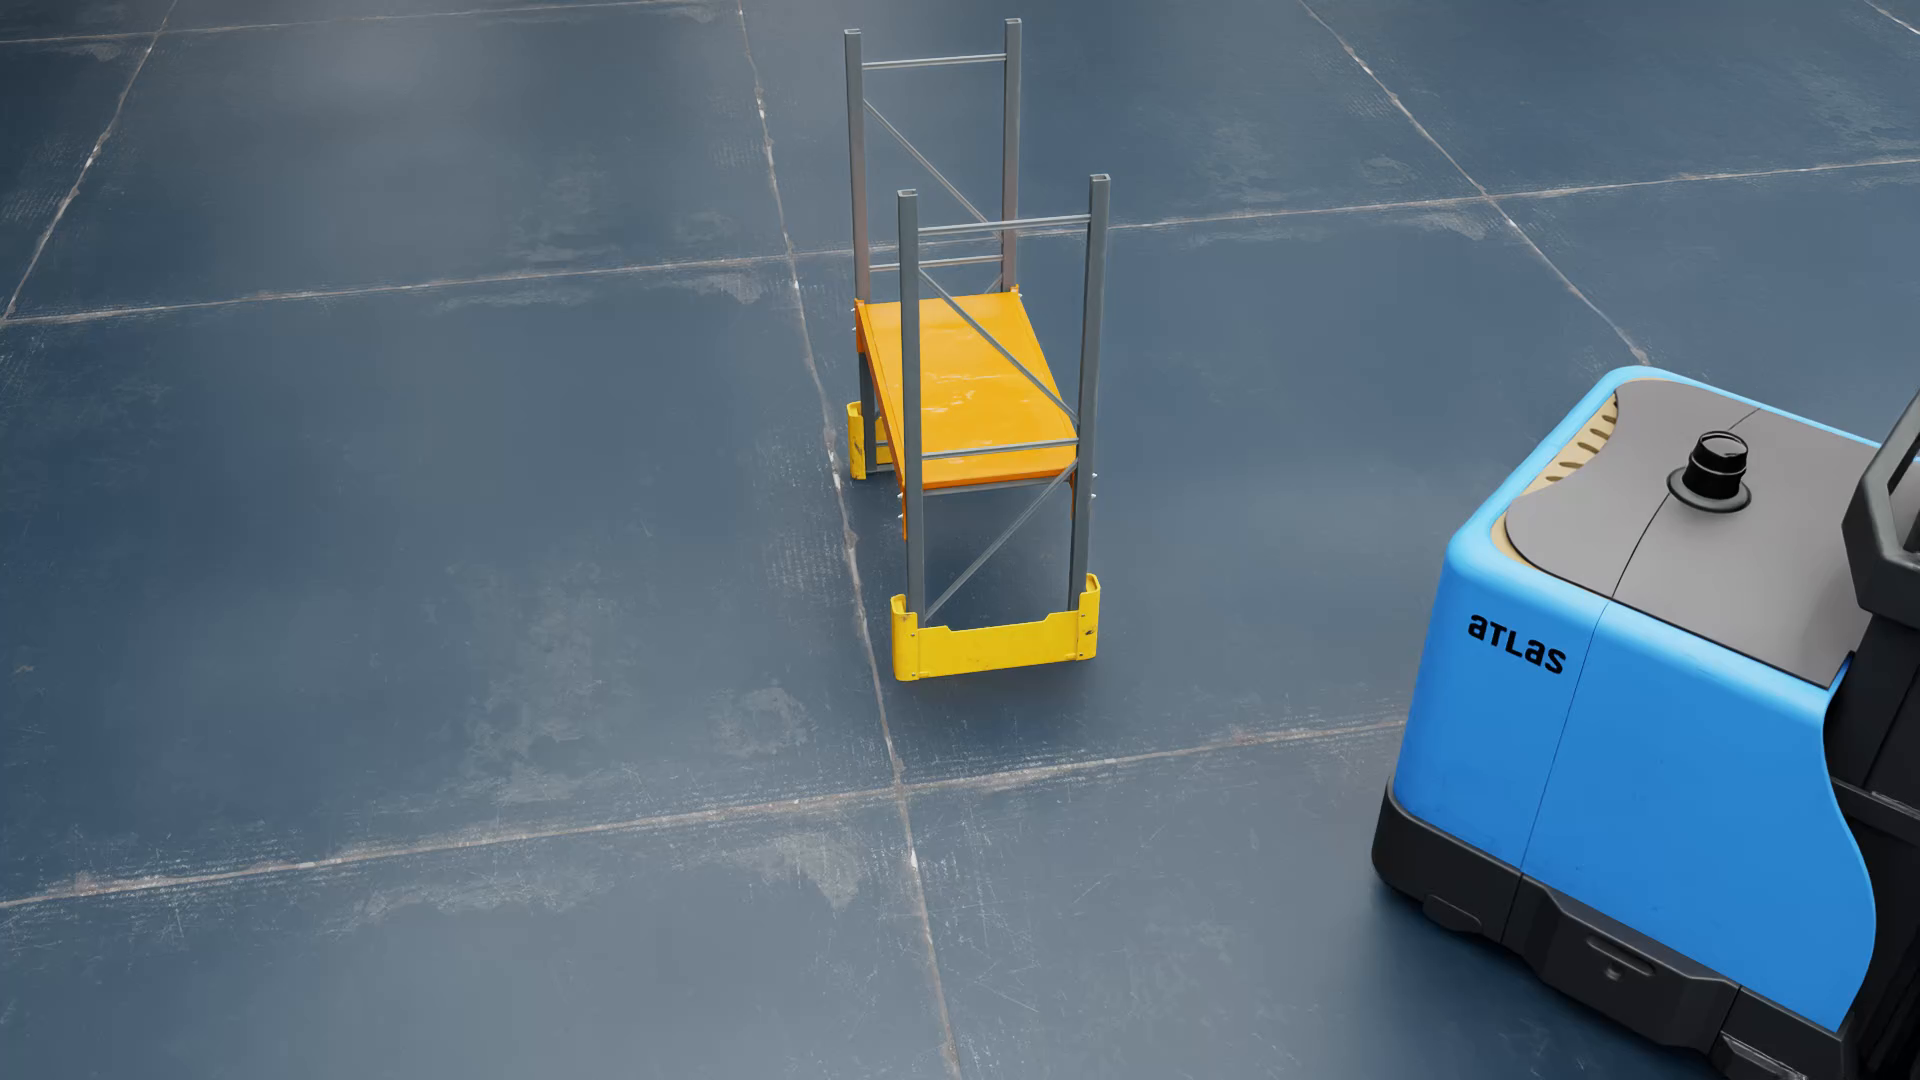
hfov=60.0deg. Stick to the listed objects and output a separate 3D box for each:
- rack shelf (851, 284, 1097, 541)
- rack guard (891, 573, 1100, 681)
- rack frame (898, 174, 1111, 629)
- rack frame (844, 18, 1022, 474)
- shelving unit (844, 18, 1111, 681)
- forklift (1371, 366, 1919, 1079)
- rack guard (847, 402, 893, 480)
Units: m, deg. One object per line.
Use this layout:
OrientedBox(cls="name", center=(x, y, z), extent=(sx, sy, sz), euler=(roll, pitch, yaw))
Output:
OrientedBox(cls="rack shelf", center=(0.015, -0.399, 4.834), extent=(0.538, 0.185, 1.000), euler=(-6, 38, -8))
OrientedBox(cls="rack guard", center=(0.101, 0.248, 4.727), extent=(0.587, 0.250, 0.087), euler=(-6, 38, -8))
OrientedBox(cls="rack frame", center=(0.104, -0.234, 4.328), extent=(0.500, 1.500, 0.032), euler=(-6, 38, -8))
OrientedBox(cls="rack frame", center=(-0.074, -0.848, 5.119), extent=(0.500, 1.500, 0.032), euler=(-6, 38, -8))
OrientedBox(cls="shelving unit", center=(0.013, -0.546, 4.731), extent=(0.587, 1.500, 1.083), euler=(-6, 38, -8))
OrientedBox(cls="forklift", center=(2.482, 0.038, 2.812), extent=(3.031, 2.935, 1.130), euler=(26, 45, 30))
OrientedBox(cls="rack guard", center=(-0.074, -0.353, 5.501), extent=(0.587, 0.250, 0.087), euler=(-6, 38, -8))
